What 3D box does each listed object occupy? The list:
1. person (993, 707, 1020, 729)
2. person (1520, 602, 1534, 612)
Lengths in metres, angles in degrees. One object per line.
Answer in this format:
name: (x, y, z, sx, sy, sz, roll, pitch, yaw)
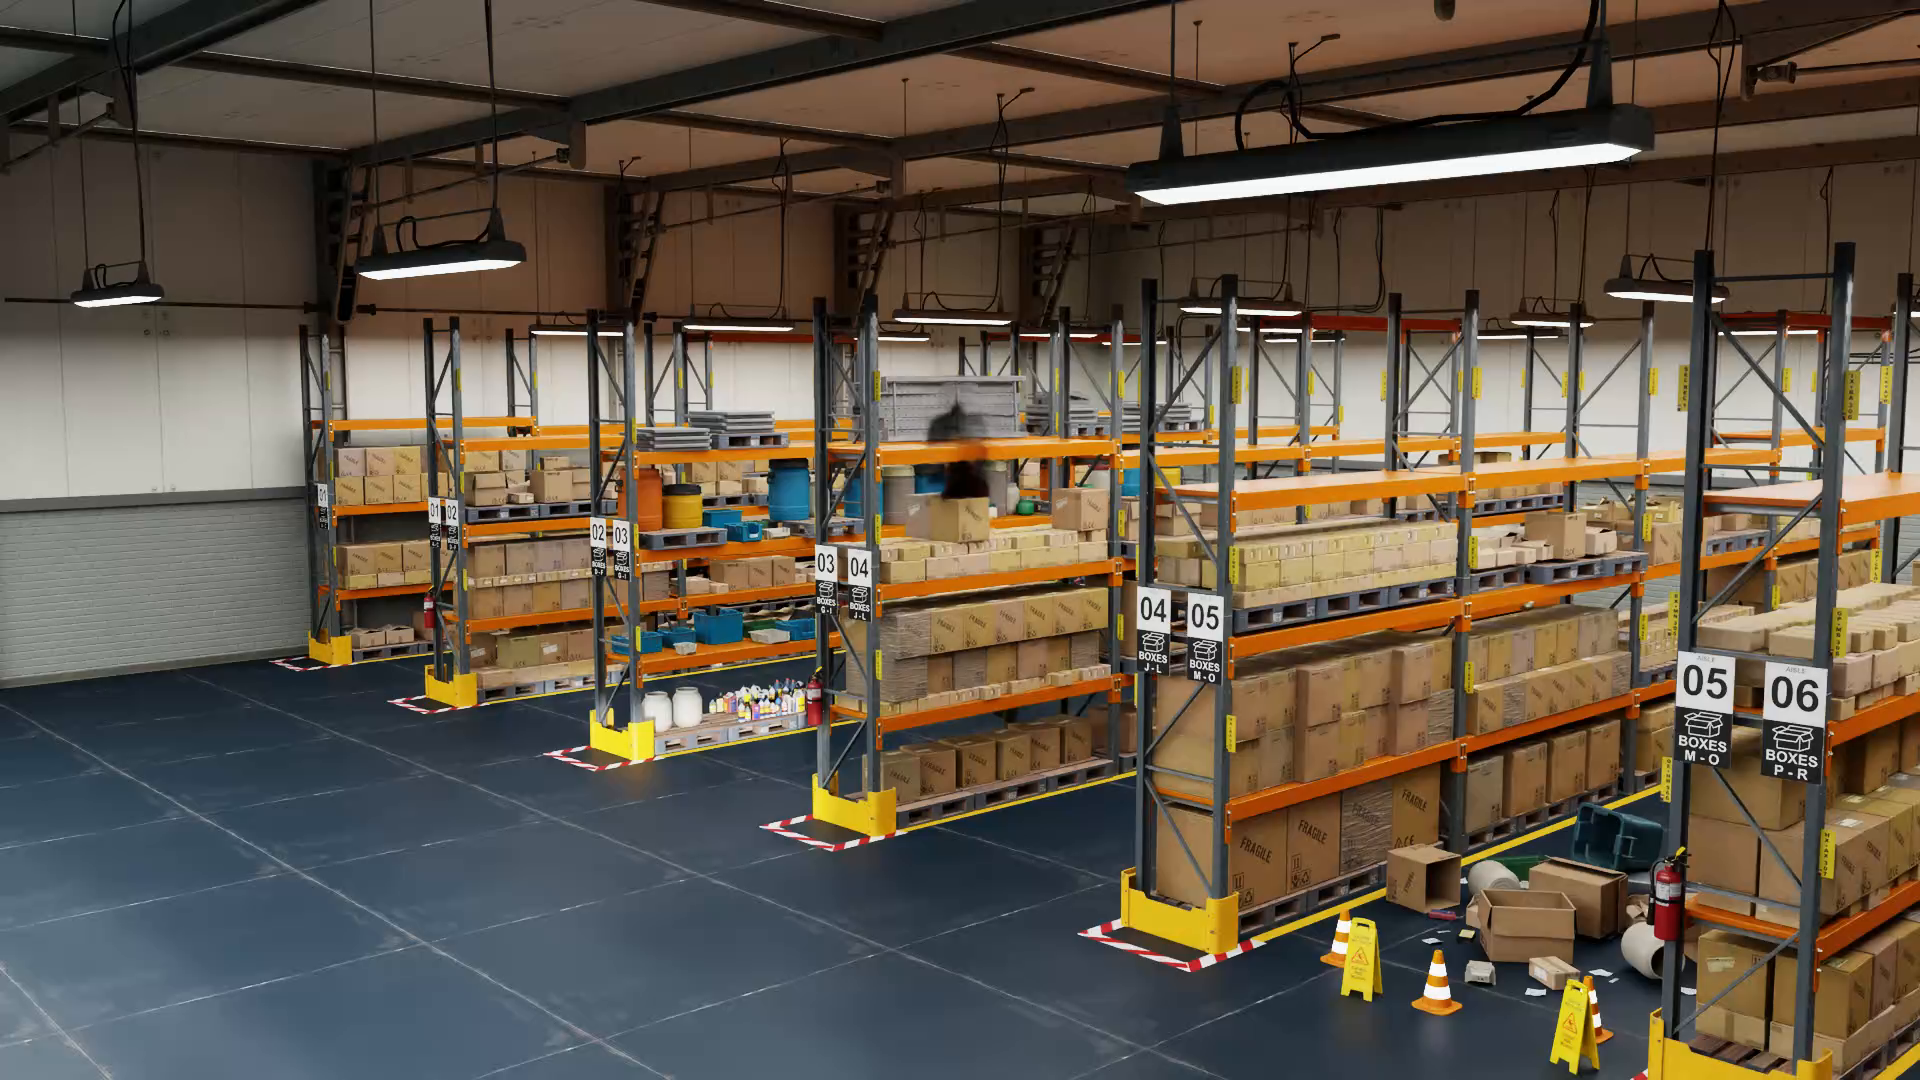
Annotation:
person: (0.705, 1.978, 23.148, 0.709, 1.735, 0.640, 4, 7, 37)
person: (8.715, 1.767, 25.594, 0.587, 1.731, 0.755, 5, 7, 38)
